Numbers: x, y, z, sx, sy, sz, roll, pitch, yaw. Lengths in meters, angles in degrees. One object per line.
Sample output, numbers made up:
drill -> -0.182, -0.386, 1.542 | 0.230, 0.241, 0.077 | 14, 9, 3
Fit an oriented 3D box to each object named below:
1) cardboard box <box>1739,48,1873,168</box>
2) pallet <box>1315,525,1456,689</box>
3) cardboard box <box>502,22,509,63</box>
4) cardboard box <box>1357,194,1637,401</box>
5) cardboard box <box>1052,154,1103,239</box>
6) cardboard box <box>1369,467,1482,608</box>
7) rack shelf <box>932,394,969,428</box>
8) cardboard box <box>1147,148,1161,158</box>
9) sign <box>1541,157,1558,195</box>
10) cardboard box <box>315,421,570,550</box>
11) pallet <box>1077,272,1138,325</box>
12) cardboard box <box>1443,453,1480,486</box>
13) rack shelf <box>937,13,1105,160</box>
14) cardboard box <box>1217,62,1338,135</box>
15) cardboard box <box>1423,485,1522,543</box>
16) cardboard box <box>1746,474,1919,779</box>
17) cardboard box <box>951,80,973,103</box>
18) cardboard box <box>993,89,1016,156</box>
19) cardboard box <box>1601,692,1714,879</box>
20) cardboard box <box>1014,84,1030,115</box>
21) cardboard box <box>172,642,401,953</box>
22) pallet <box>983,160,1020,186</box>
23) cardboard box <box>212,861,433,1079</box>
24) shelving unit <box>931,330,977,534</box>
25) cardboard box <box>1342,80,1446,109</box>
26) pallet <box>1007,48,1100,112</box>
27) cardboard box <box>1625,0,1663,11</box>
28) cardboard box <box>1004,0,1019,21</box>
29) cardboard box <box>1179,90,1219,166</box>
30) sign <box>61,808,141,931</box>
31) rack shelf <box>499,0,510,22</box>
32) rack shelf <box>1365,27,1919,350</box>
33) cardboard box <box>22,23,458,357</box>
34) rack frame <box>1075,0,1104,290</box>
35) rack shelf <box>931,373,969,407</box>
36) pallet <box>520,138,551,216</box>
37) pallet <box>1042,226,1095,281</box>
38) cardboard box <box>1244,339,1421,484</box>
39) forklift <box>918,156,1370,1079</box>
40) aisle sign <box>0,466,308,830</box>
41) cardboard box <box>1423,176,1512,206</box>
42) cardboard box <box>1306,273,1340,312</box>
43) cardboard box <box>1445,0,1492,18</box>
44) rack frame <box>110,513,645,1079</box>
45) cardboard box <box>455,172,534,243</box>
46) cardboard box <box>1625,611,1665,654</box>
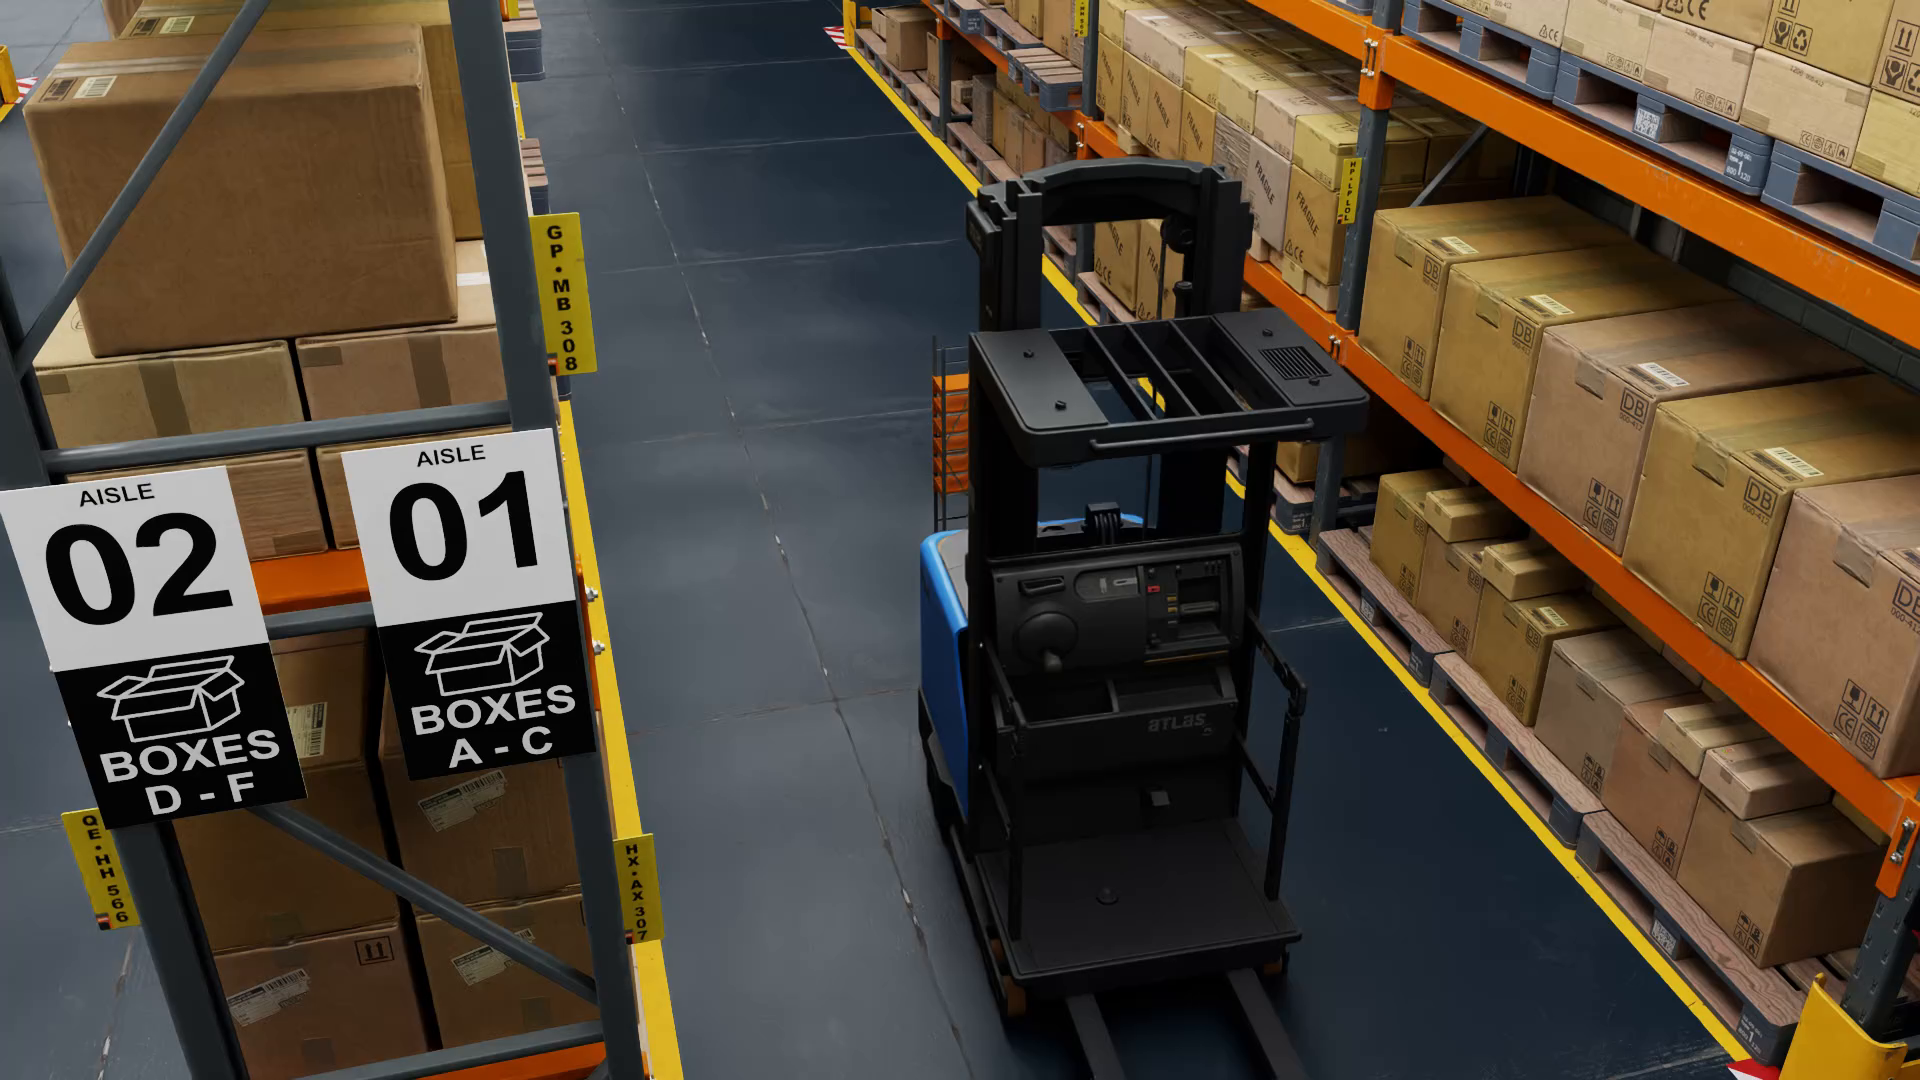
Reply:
cardboard box -> 2.897, -1.408, 5.325 | 0.500, 0.250, 0.500 | -9, 31, -15
pallet -> 2.551, 0.272, 8.569 | 1.003, 0.211, 1.213 | -8, 31, -13
cardboard box -> -1.830, -1.661, 5.782 | 0.500, 0.250, 0.500 | -8, 31, -13
cardboard box -> 2.553, -1.178, 7.991 | 0.980, 0.700, 0.700 | -7, 31, -13
cardboard box -> 1.122, -2.694, 12.966 | 0.700, 0.500, 0.500 | -7, 31, -13
cardboard box -> 2.524, -0.037, 8.396 | 0.700, 0.500, 0.500 | -7, 31, -13
rack shelf -> -0.004, -0.696, 8.864 | 0.258, 0.103, 0.180 | -8, 31, -13
cardboard box -> 1.460, -2.587, 10.956 | 0.380, 0.149, 0.250 | -8, 31, -14
sign -> 2.959, -1.796, 8.415 | 0.100, 0.325, 0.005 | -8, 31, -13
cardboard box -> -1.180, -0.235, 3.817 | 0.500, 0.250, 0.500 | -8, 31, -13
pallet -> 1.500, -1.647, 11.884 | 1.003, 0.211, 1.213 | -8, 31, -13
cardboard box -> 2.677, -0.415, 8.401 | 0.380, 0.149, 0.250 | -8, 31, -14
rack shelf -> 0.832, -3.899, 13.710 | 1.077, 0.370, 4.000 | -8, 31, -13
cardboard box -> 1.792, -2.504, 9.416 | 0.500, 0.250, 0.500 | -7, 31, -12
cardboard box -> 2.439, -0.129, 7.906 | 0.380, 0.149, 0.250 | -7, 31, -12
cardboard box -> 3.341, 0.245, 5.533 | 0.980, 0.700, 0.700 | -6, 31, -11
cardboard box -> 0.130, -4.395, 16.238 | 0.380, 0.166, 0.250 | -12, 32, -20
cardboard box -> 0.698, -3.689, 14.684 | 0.700, 0.500, 0.500 | -8, 31, -14
cardboard box -> 3.071, 0.953, 6.685 | 0.700, 0.500, 0.500 | -8, 31, -13
cardboard box -> 0.775, -3.793, 14.116 | 0.500, 0.250, 0.500 | -9, 31, -15
cardboard box -> -1.672, 0.626, 4.077 | 0.500, 0.500, 0.500 | -8, 31, -14
pallet -> 0.837, -3.003, 14.228 | 1.003, 0.211, 1.213 | -8, 31, -13
cardboard box -> -1.670, 1.057, 4.330 | 0.500, 0.500, 0.500 | -7, 31, -12
shelving unit -> -0.004, -0.526, 8.962 | 0.258, 1.200, 0.189 | -8, 31, -13
cardboard box -> 2.409, -2.326, 9.109 | 0.500, 0.250, 0.500 | -7, 31, -13
pallet -> 1.071, -3.491, 12.479 | 1.213, 0.211, 1.003 | -8, 31, -13
cardboard box -> 2.622, -2.228, 5.993 | 0.500, 0.500, 0.500 | -8, 31, -13
cardboard box -> 0.750, -4.575, 13.621 | 0.700, 0.500, 0.500 | -4, 30, -6
cardboard box -> 1.652, -2.412, 10.006 | 0.500, 0.500, 0.500 | -7, 31, -12
sign -> -1.829, 0.706, 3.564 | 0.100, 0.325, 0.005 | -8, 31, -13
rack shelf -> -1.819, -1.970, 4.391 | 1.077, 0.370, 4.000 | -8, 31, -13
rack shelf -> 2.956, -1.333, 6.283 | 1.077, 0.370, 4.000 | -8, 31, -13
cardboard box -> -1.441, -0.740, 3.442 | 0.700, 0.500, 0.500 | -8, 31, -13
rack frame -> 1.363, -3.244, 11.861 | 1.000, 3.000, 0.127 | -8, 31, -13
rack shelf -> -0.004, -0.799, 8.803 | 0.258, 0.103, 0.180 | -8, 31, -13
pallet -> -3.164, -2.183, 10.218 | 1.213, 0.211, 1.003 | -8, 31, -13
pallet -> 1.157, -2.415, 13.212 | 1.003, 0.211, 1.213 | -8, 31, -13
cardboard box -> 2.127, -0.860, 9.469 | 0.750, 0.750, 0.750 | -7, 31, -13
forklift -> 0.624, 0.300, 5.806 | 1.130, 2.935, 3.031 | -6, 31, -11
aisle sign -> -1.566, 0.229, 3.266 | 0.394, 0.787, 0.004 | -8, 31, -13
cardboard box -> 2.546, -1.749, 8.860 | 0.500, 0.500, 0.500 | -9, 31, -15
cardboard box -> 2.062, -1.338, 8.798 | 0.380, 0.149, 0.250 | -8, 31, -13
cardboard box -> 2.354, -2.402, 7.042 | 0.500, 0.250, 0.500 | -8, 31, -13
rack frame -> -1.289, 1.280, 4.044 | 1.000, 3.000, 0.127 | -8, 31, -13
cardboard box -> -1.300, -0.695, 4.112 | 0.500, 0.250, 0.500 | -8, 31, -13
cardboard box -> 3.092, 0.336, 7.104 | 0.380, 0.149, 0.250 | -8, 31, -13
